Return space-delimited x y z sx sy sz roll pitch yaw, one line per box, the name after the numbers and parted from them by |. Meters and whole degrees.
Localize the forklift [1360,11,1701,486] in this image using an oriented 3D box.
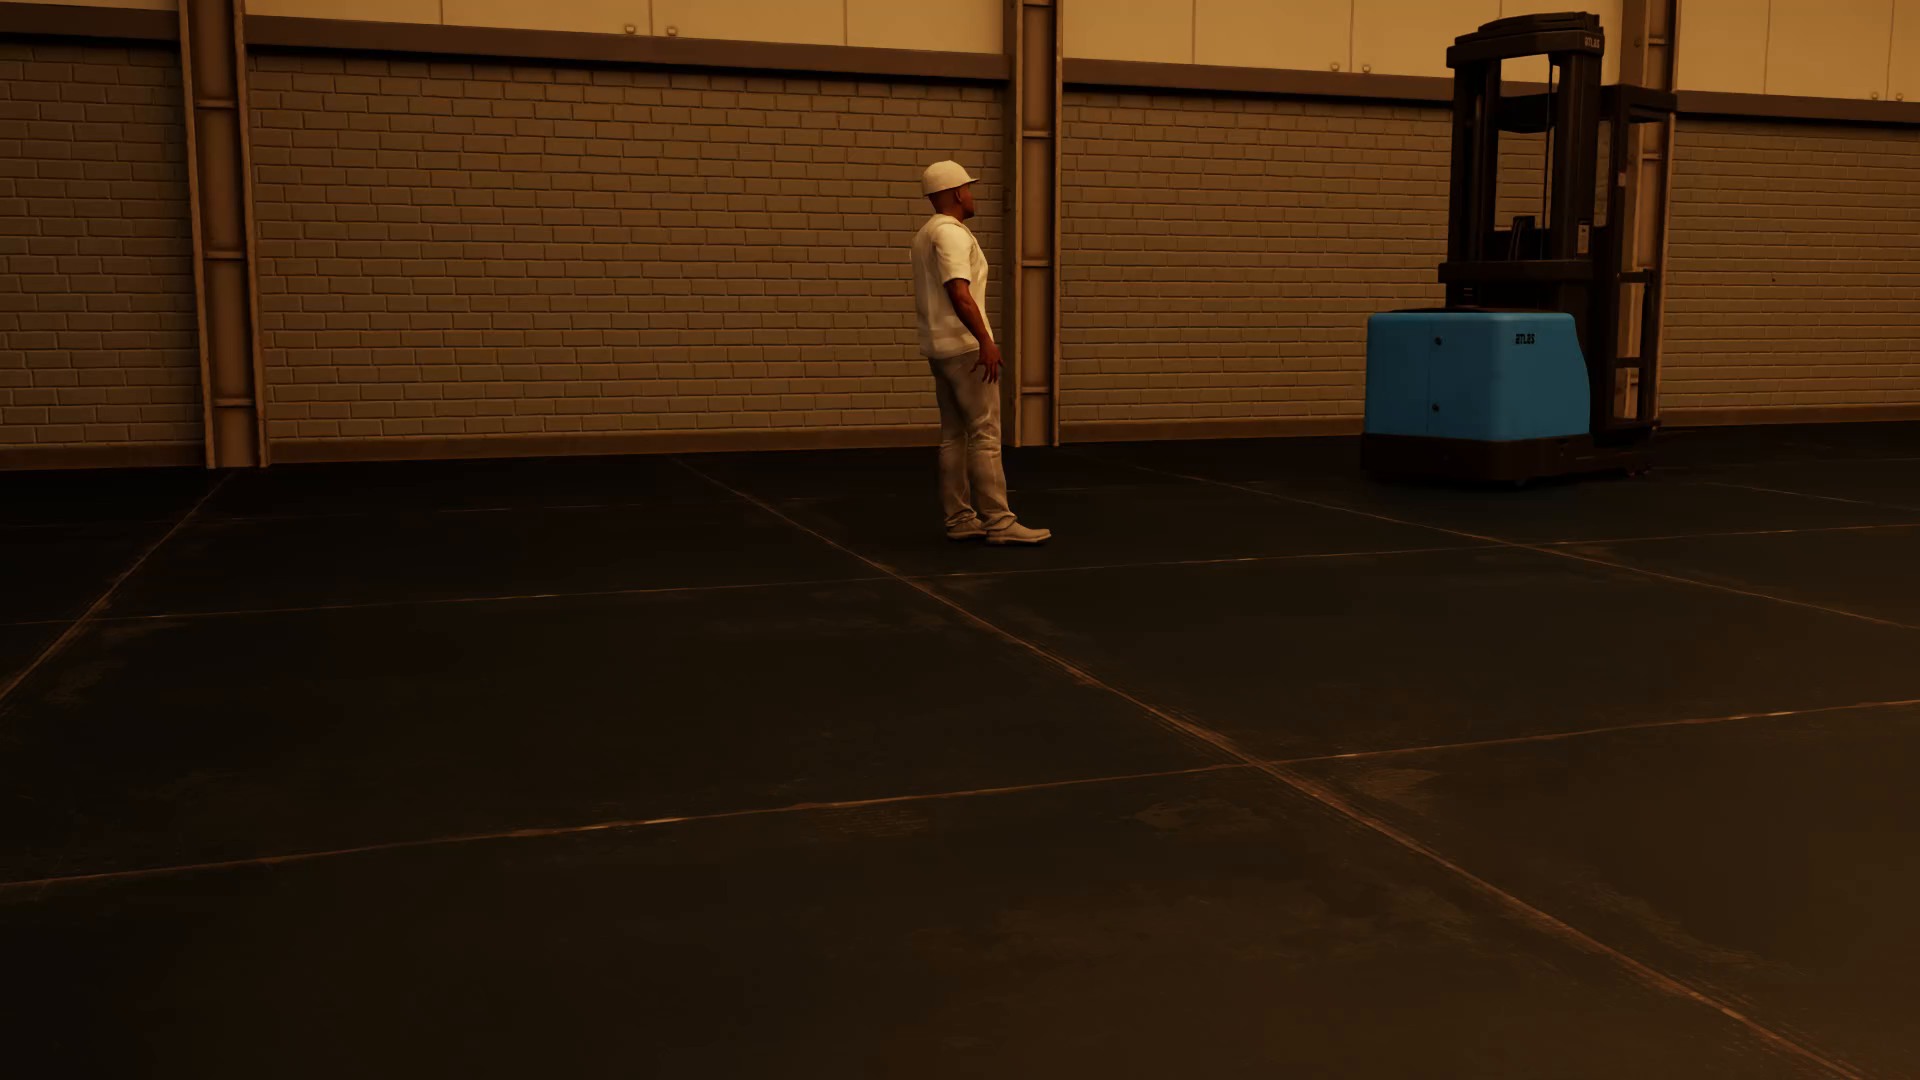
4.021 -1.917 11.148 3.031 2.935 1.130 -7 10 -41 | forklift

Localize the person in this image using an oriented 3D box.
0.068 -0.885 7.820 0.577 1.765 0.665 -3 8 -18 | person
